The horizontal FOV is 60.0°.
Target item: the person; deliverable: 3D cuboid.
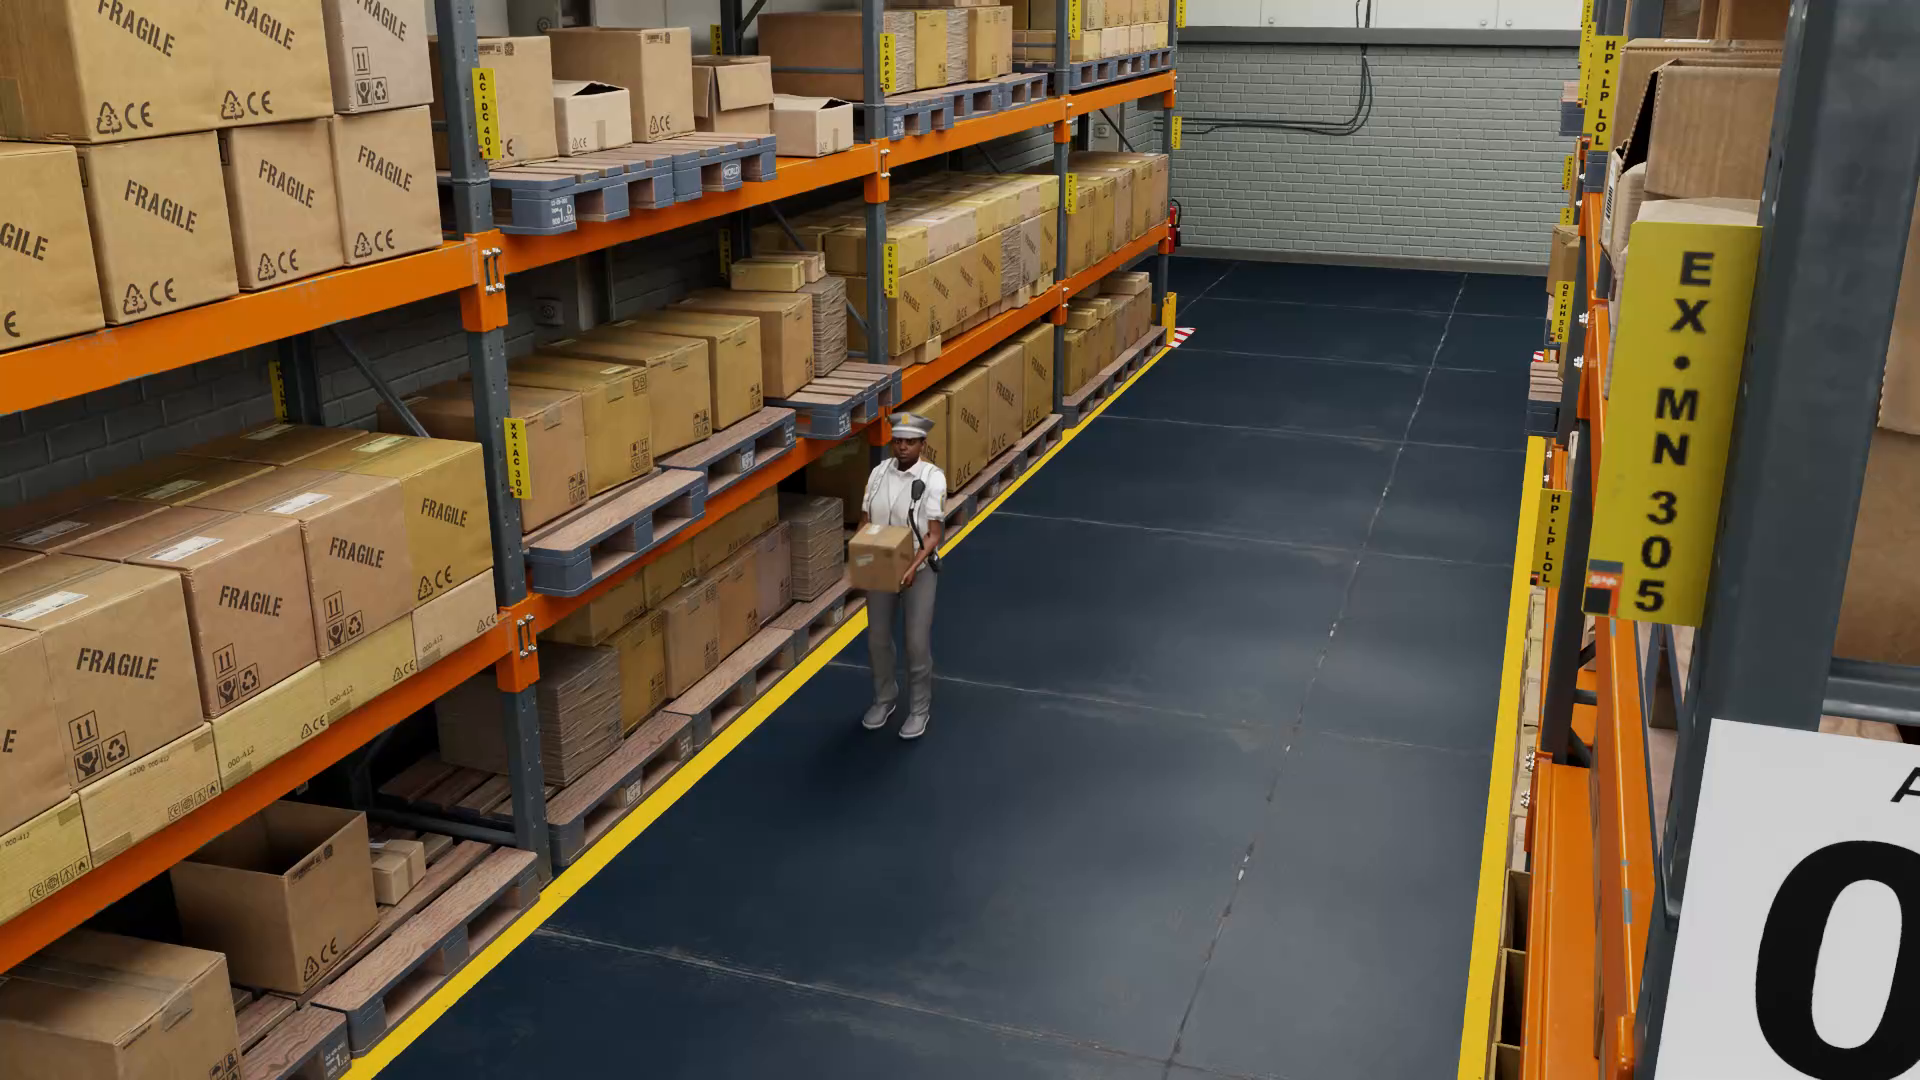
[{"bbox_3d":[-0.320,0.179,8.493,0.449,1.688,0.539,6,20,18],"label":"person"}]
